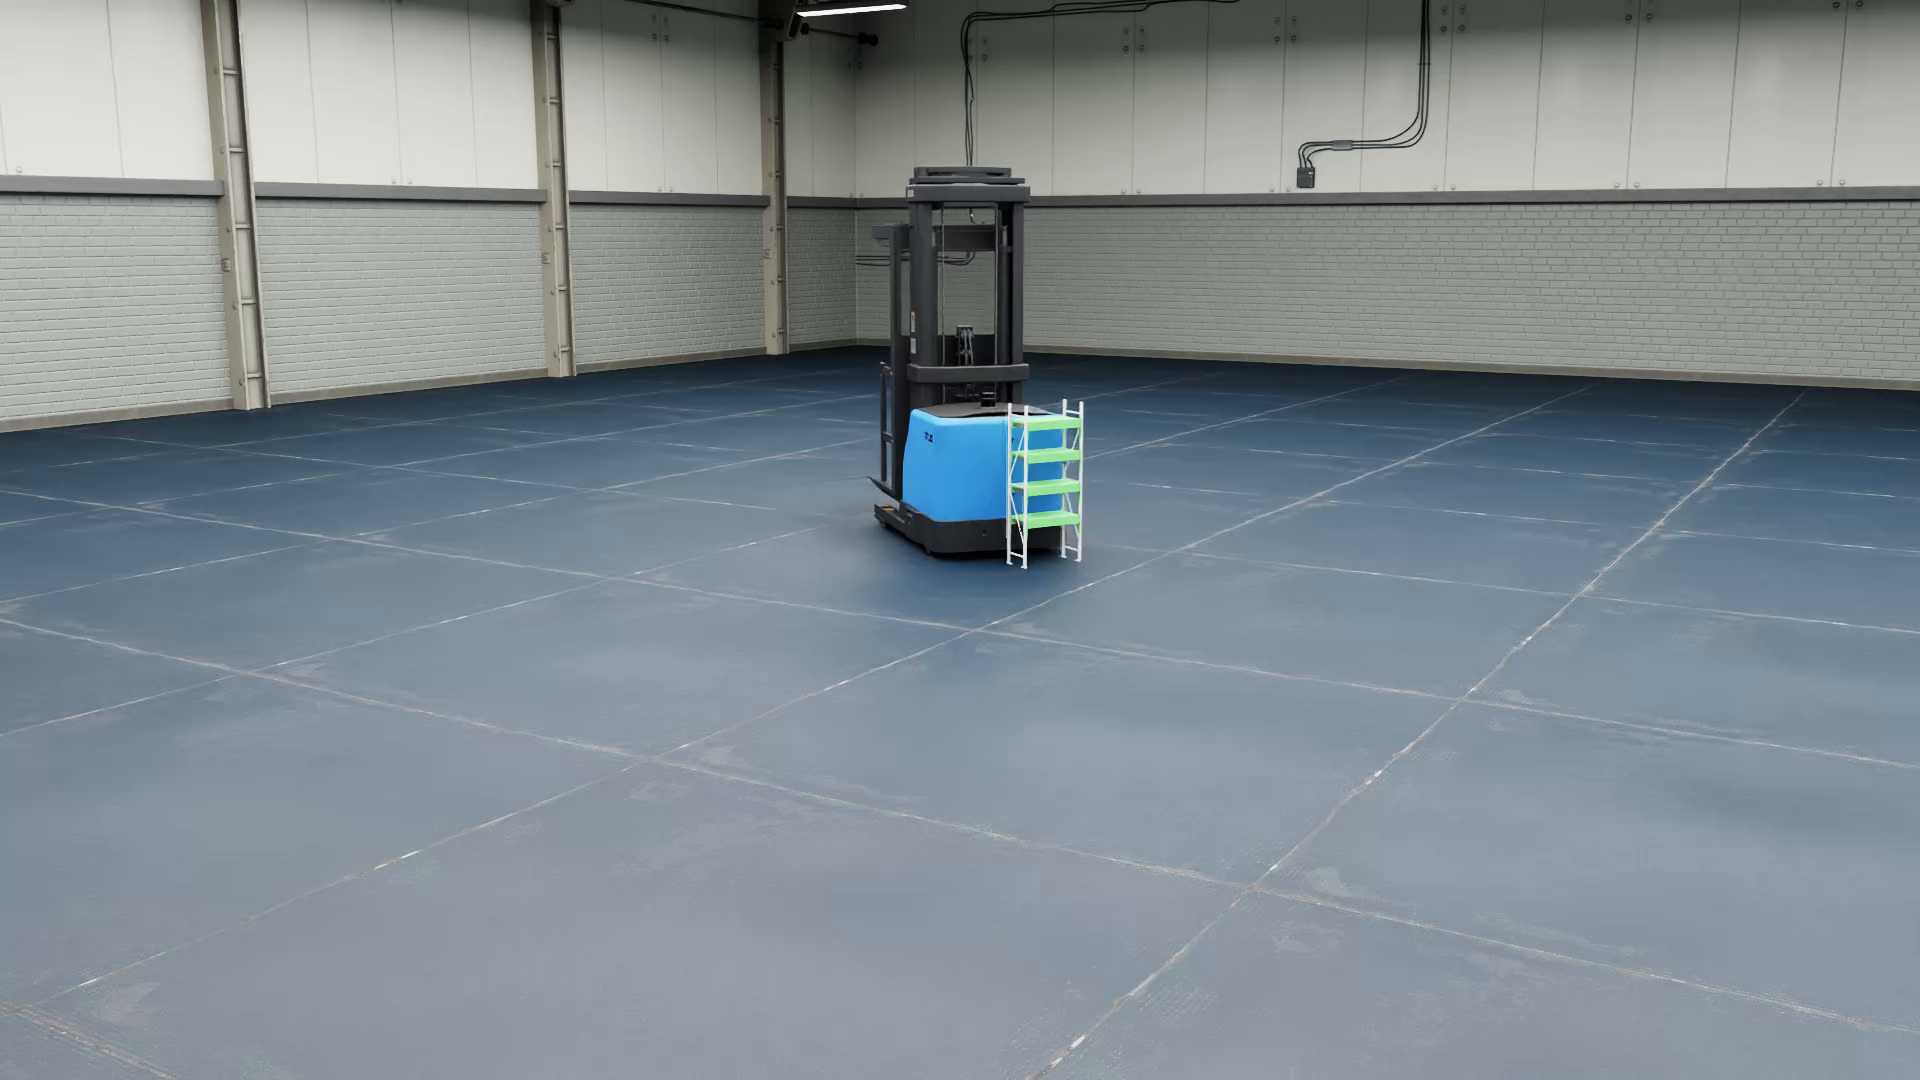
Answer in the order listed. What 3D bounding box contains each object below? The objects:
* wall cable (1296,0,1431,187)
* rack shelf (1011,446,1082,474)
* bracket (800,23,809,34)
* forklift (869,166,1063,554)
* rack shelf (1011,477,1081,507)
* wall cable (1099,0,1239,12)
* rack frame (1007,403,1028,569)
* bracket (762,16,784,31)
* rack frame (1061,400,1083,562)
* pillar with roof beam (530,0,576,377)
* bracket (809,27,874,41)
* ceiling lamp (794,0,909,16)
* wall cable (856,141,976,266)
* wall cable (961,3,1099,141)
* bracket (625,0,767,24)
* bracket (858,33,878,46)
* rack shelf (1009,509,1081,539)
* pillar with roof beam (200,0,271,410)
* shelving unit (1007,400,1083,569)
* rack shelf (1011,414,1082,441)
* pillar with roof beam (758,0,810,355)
[{"bbox_3d":[7.113,-9.252,29.093,2.305,6.003,0.169,6,12,31],"label":"wall cable"},{"bbox_3d":[0.633,-0.594,12.324,0.480,0.148,0.258,-6,12,-30],"label":"rack shelf"},{"bbox_3d":[-3.134,-9.954,32.300,0.235,0.232,0.430,6,12,31],"label":"bracket"},{"bbox_3d":[-0.094,-1.562,13.749,1.130,2.935,3.031,-3,11,-16],"label":"forklift"},{"bbox_3d":[0.632,-0.359,12.369,0.480,0.148,0.258,-6,12,-30],"label":"rack shelf"},{"bbox_3d":[3.964,-11.128,30.706,3.097,2.526,0.112,6,12,31],"label":"wall cable"},{"bbox_3d":[0.422,-0.398,12.235,0.015,1.200,0.240,-6,12,-30],"label":"rack frame"},{"bbox_3d":[-3.564,-9.823,31.603,0.235,0.232,0.430,6,12,31],"label":"bracket"},{"bbox_3d":[0.842,-0.444,12.479,0.015,1.200,0.240,-6,12,-30],"label":"rack frame"},{"bbox_3d":[-3.088,-6.798,25.226,9.100,9.000,0.548,6,12,31],"label":"pillar with roof beam"},{"bbox_3d":[-2.210,-10.233,33.795,0.076,0.066,3.189,6,12,31],"label":"bracket"},{"bbox_3d":[-1.599,-9.961,26.257,2.000,3.185,0.800,6,12,31],"label":"ceiling lamp"},{"bbox_3d":[-0.993,-6.964,34.549,3.097,2.526,0.112,6,12,31],"label":"wall cable"},{"bbox_3d":[1.319,-9.188,32.704,3.097,2.526,0.112,6,12,31],"label":"wall cable"},{"bbox_3d":[-4.902,-9.418,29.438,0.076,0.066,4.783,6,12,31],"label":"bracket"},{"bbox_3d":[-1.903,-10.326,34.291,0.235,0.232,0.430,6,12,31],"label":"bracket"},{"bbox_3d":[0.632,-0.123,12.413,0.480,0.148,0.258,-6,12,-30],"label":"rack shelf"},{"bbox_3d":[-6.203,-5.854,20.186,9.100,9.000,0.400,6,12,31],"label":"pillar with roof beam"},{"bbox_3d":[0.632,-0.421,12.357,0.503,1.200,0.258,-6,12,-30],"label":"shelving unit"},{"bbox_3d":[0.633,-0.830,12.280,0.480,0.148,0.258,-6,12,-30],"label":"rack shelf"},{"bbox_3d":[0.027,-7.742,30.267,9.100,9.000,0.548,6,12,31],"label":"pillar with roof beam"}]
